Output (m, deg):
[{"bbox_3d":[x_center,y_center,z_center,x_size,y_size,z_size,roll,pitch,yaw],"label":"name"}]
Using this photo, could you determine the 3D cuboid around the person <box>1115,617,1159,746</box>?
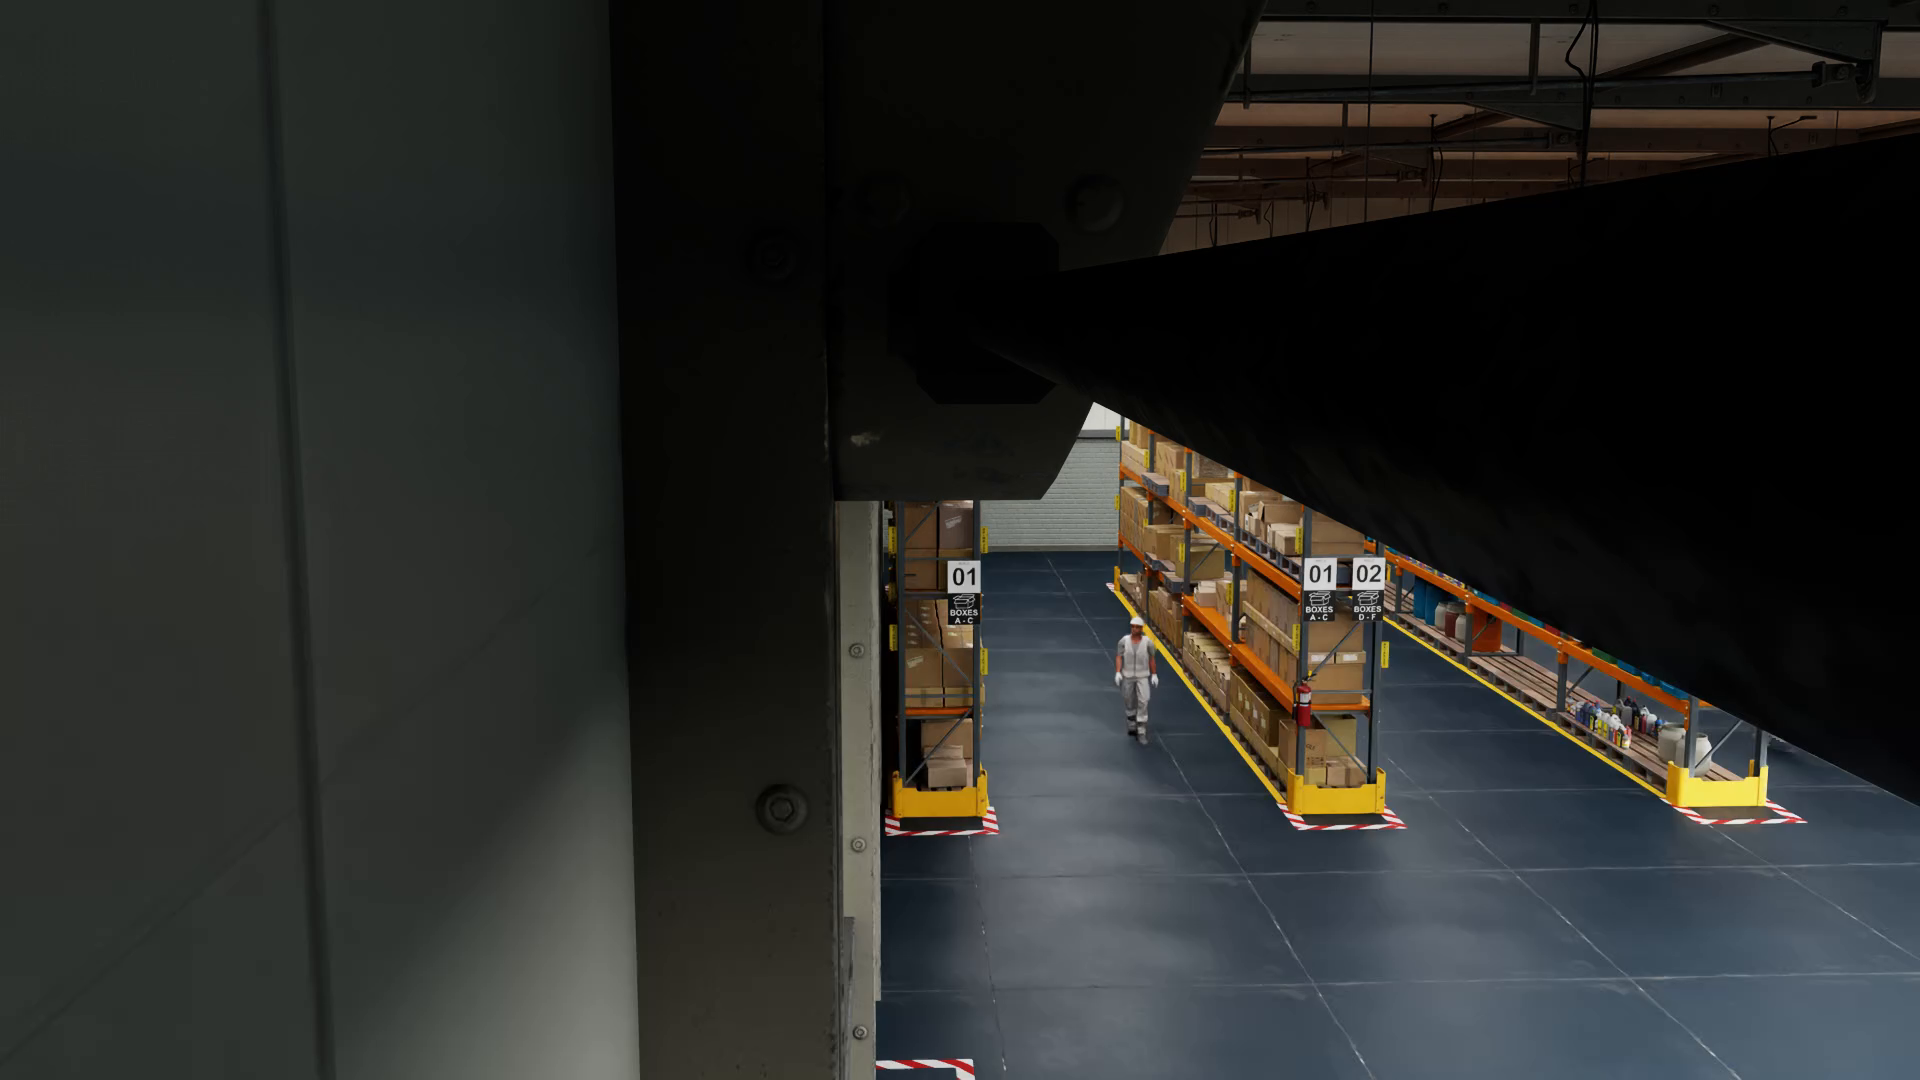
[{"bbox_3d":[2.549,2.001,24.040,0.613,1.766,0.906,2,8,11],"label":"person"}]

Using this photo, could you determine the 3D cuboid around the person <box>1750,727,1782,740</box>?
[{"bbox_3d":[11.591,2.094,23.854,0.512,1.663,0.509,0,8,1],"label":"person"}]
